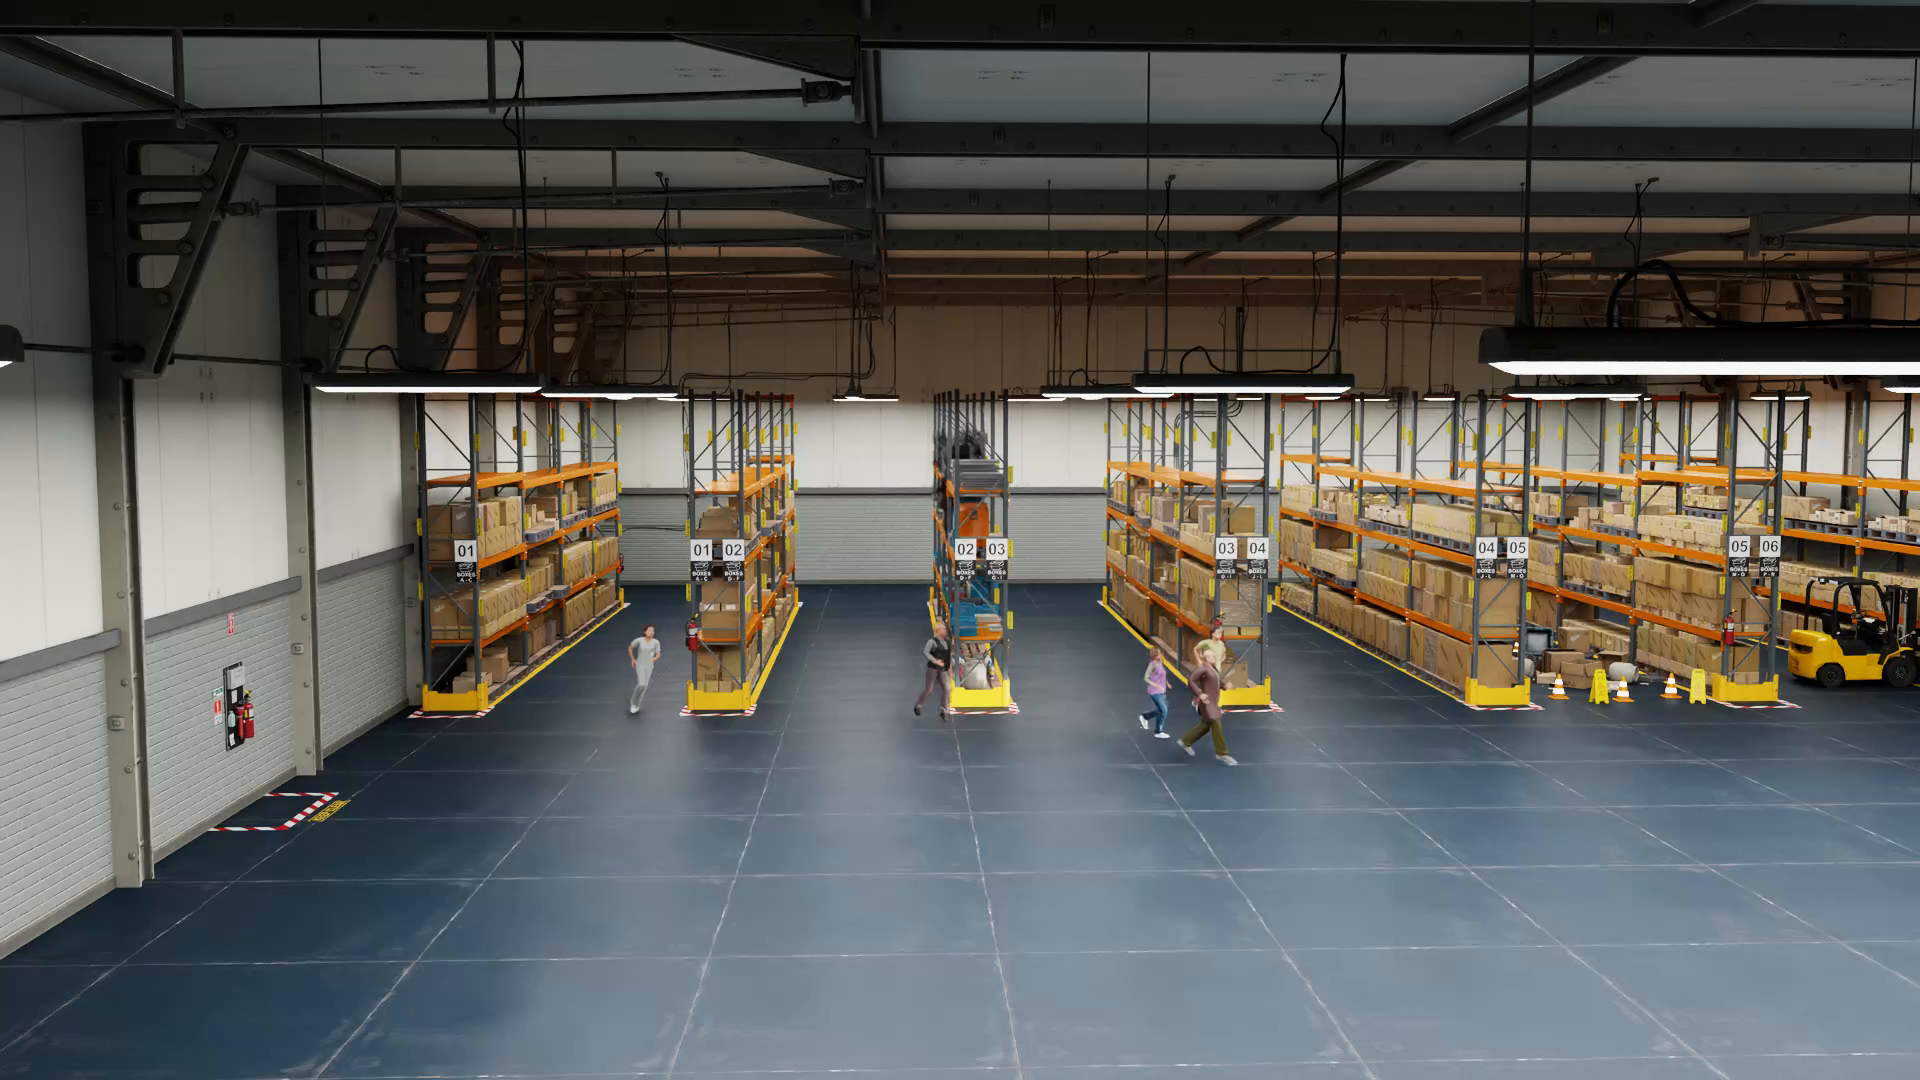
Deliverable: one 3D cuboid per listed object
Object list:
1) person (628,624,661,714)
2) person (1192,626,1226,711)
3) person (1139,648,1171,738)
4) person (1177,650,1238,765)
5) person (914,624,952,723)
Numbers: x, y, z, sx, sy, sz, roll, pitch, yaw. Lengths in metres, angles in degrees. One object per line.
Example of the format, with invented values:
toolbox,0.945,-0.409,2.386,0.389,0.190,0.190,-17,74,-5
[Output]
person,-5.861,2.386,30.921,0.597,1.639,0.613,-2,5,-27
person,4.620,2.409,30.500,0.594,1.678,0.915,-3,5,-29
person,3.329,2.618,28.576,0.594,1.549,0.537,3,5,30
person,3.966,2.653,26.590,1.041,1.805,0.703,2,5,24
person,-0.378,2.404,30.311,0.730,1.739,0.833,-4,6,-37
